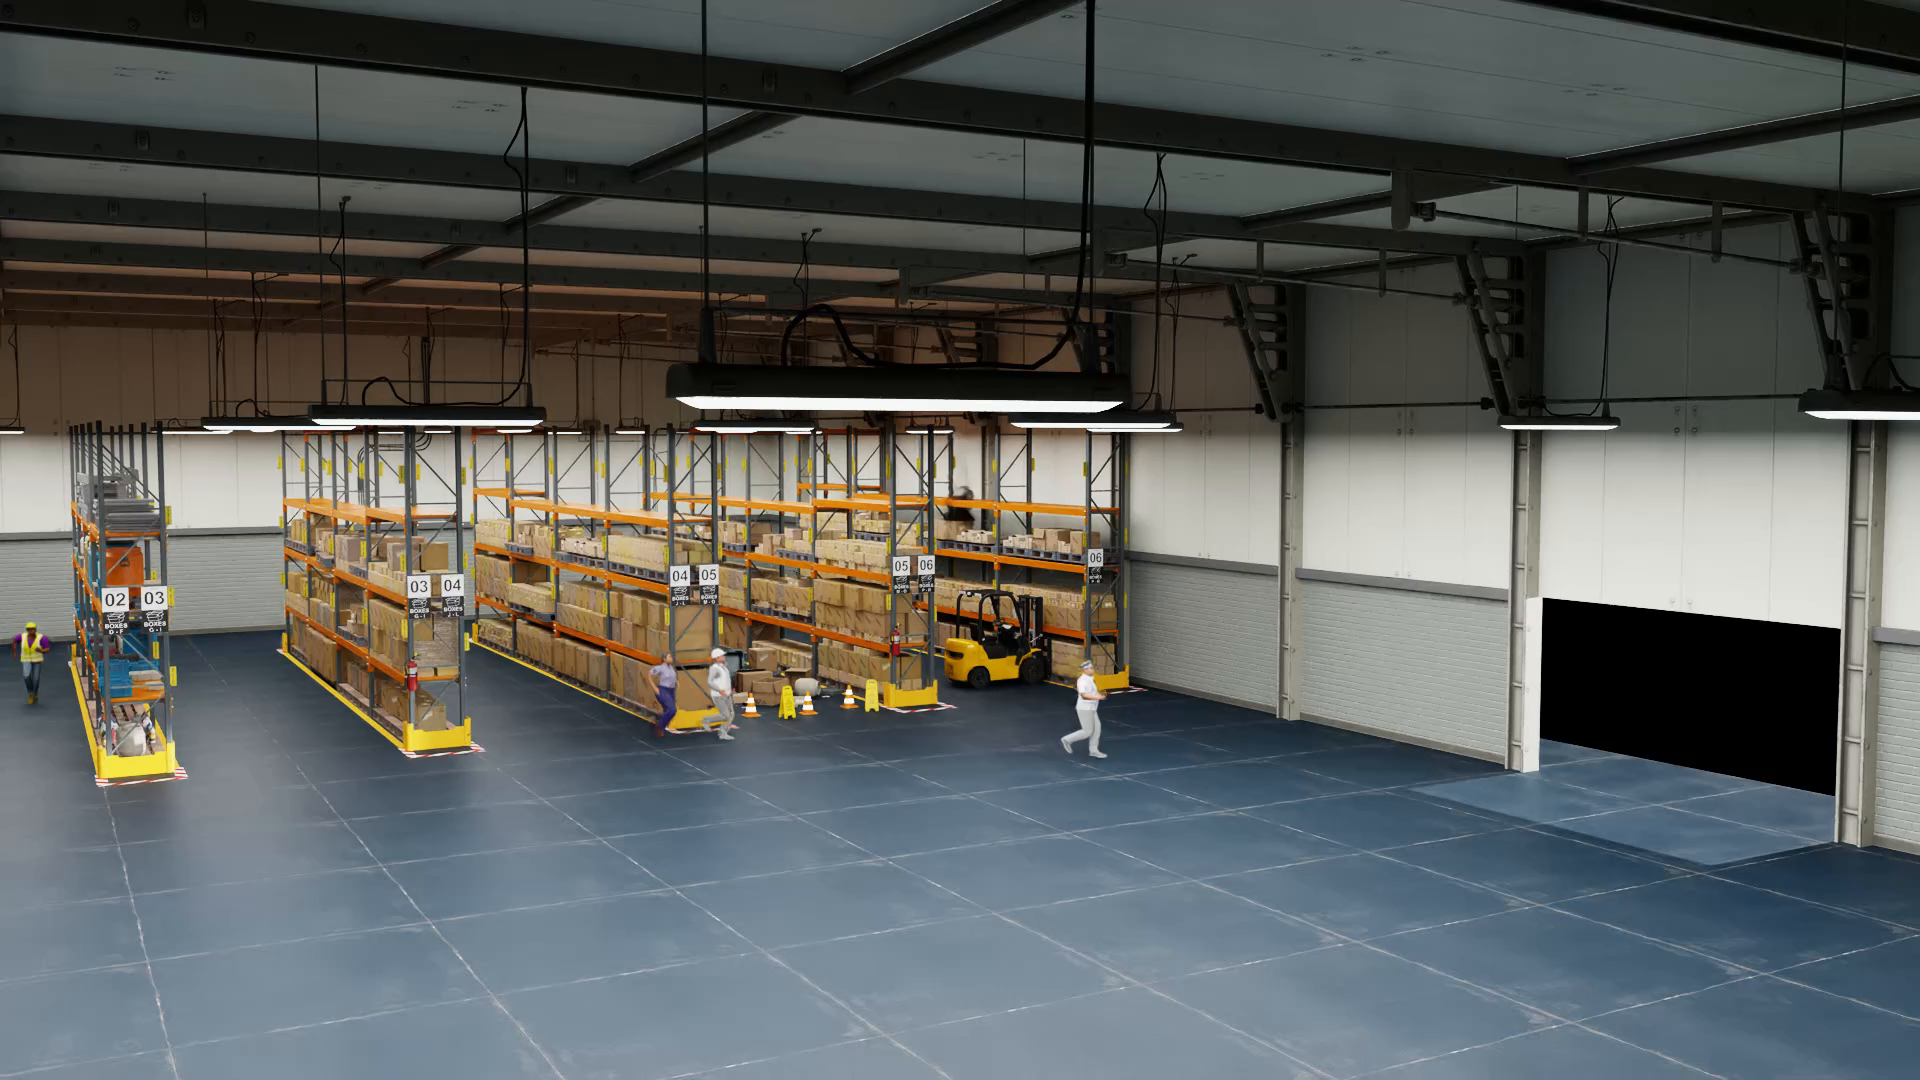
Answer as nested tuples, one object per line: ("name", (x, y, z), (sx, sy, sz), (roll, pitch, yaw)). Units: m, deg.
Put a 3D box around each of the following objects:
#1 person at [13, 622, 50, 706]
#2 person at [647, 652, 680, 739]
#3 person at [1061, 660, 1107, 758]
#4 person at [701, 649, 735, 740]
("person", (-19.936, 2.644, 35.708), (0.729, 1.782, 0.833), (-2, 4, -25))
("person", (-5.596, 2.959, 31.777), (0.566, 1.616, 0.627), (1, 4, 16))
("person", (2.225, 3.004, 29.662), (0.817, 1.755, 0.676), (1, 4, 12))
("person", (-4.575, 2.919, 31.492), (0.624, 1.731, 0.660), (1, 4, 13))
